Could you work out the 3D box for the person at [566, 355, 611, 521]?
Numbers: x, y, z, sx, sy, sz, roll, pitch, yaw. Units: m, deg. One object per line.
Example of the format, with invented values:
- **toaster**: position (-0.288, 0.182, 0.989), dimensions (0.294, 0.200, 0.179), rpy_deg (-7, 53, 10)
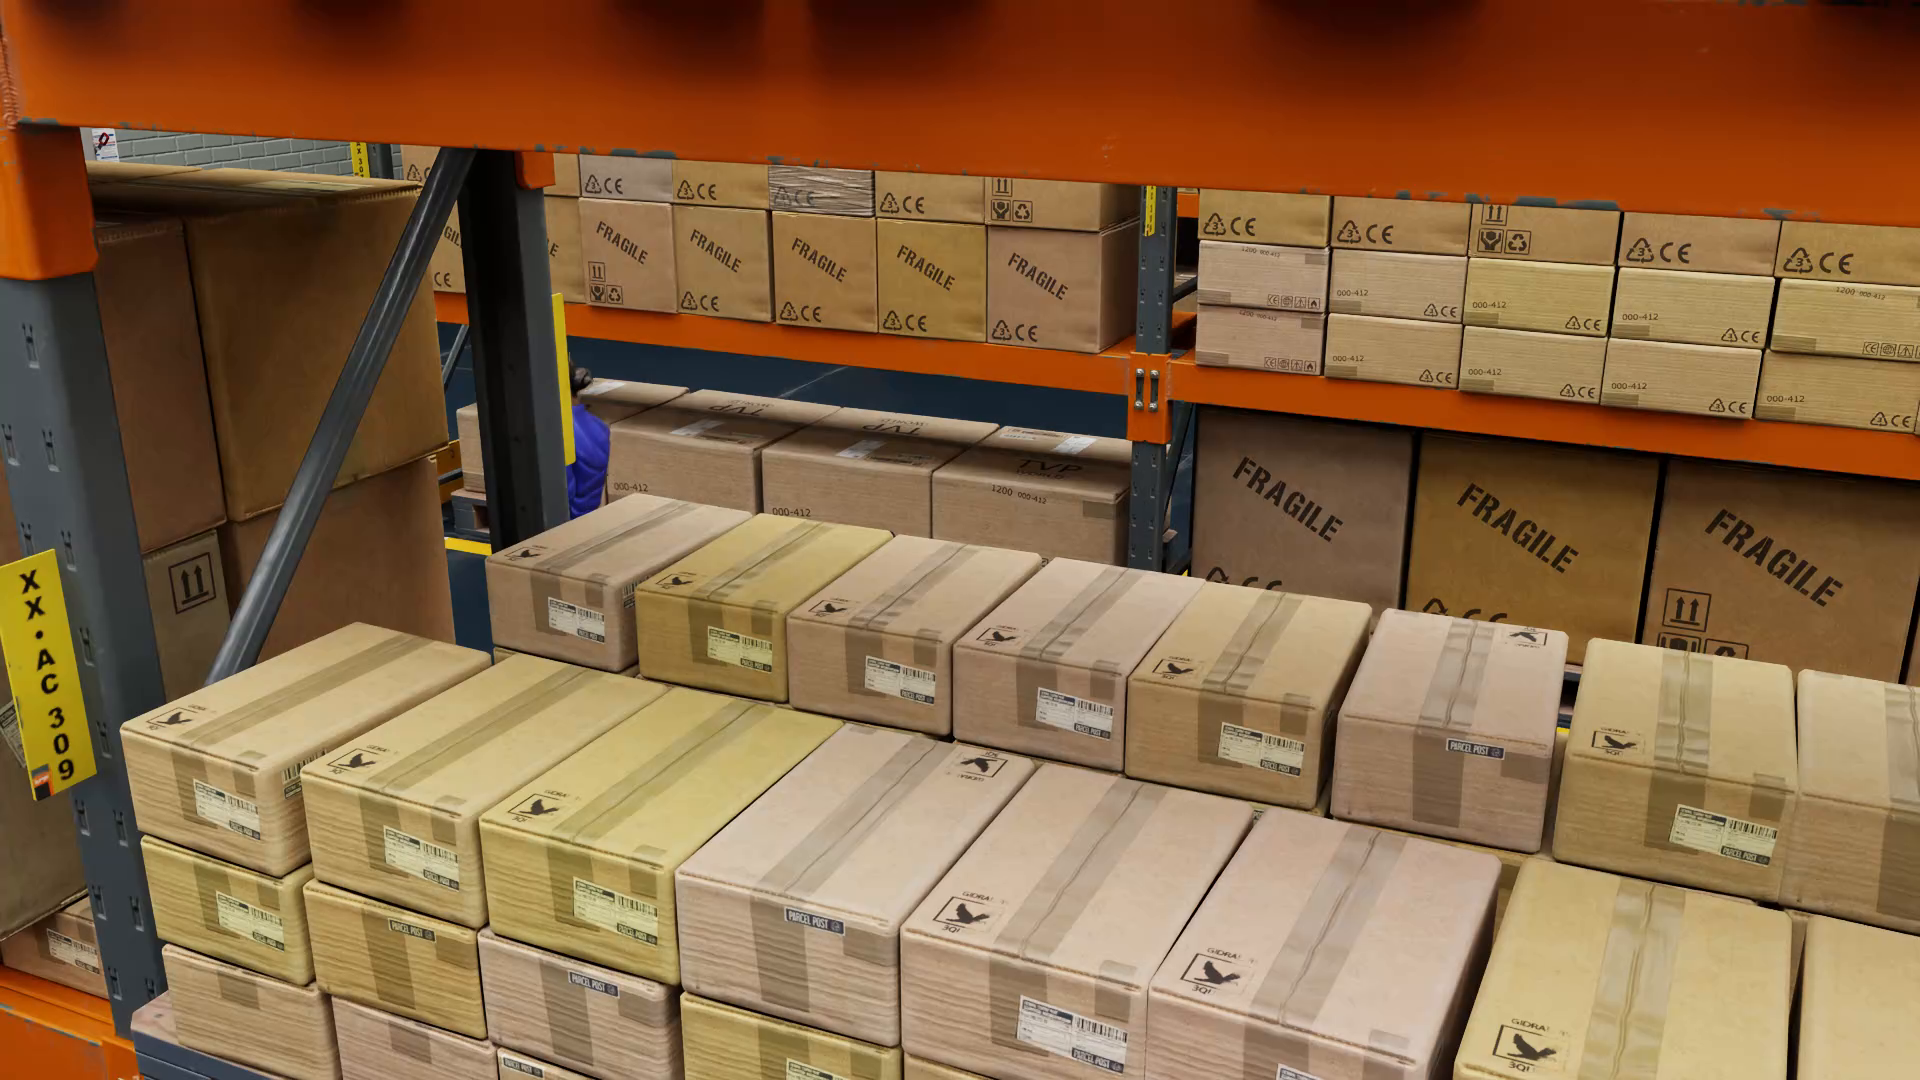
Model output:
- **person**: position (-1.394, 0.168, 5.598), dimensions (0.524, 1.666, 0.550), rpy_deg (4, 20, 12)
